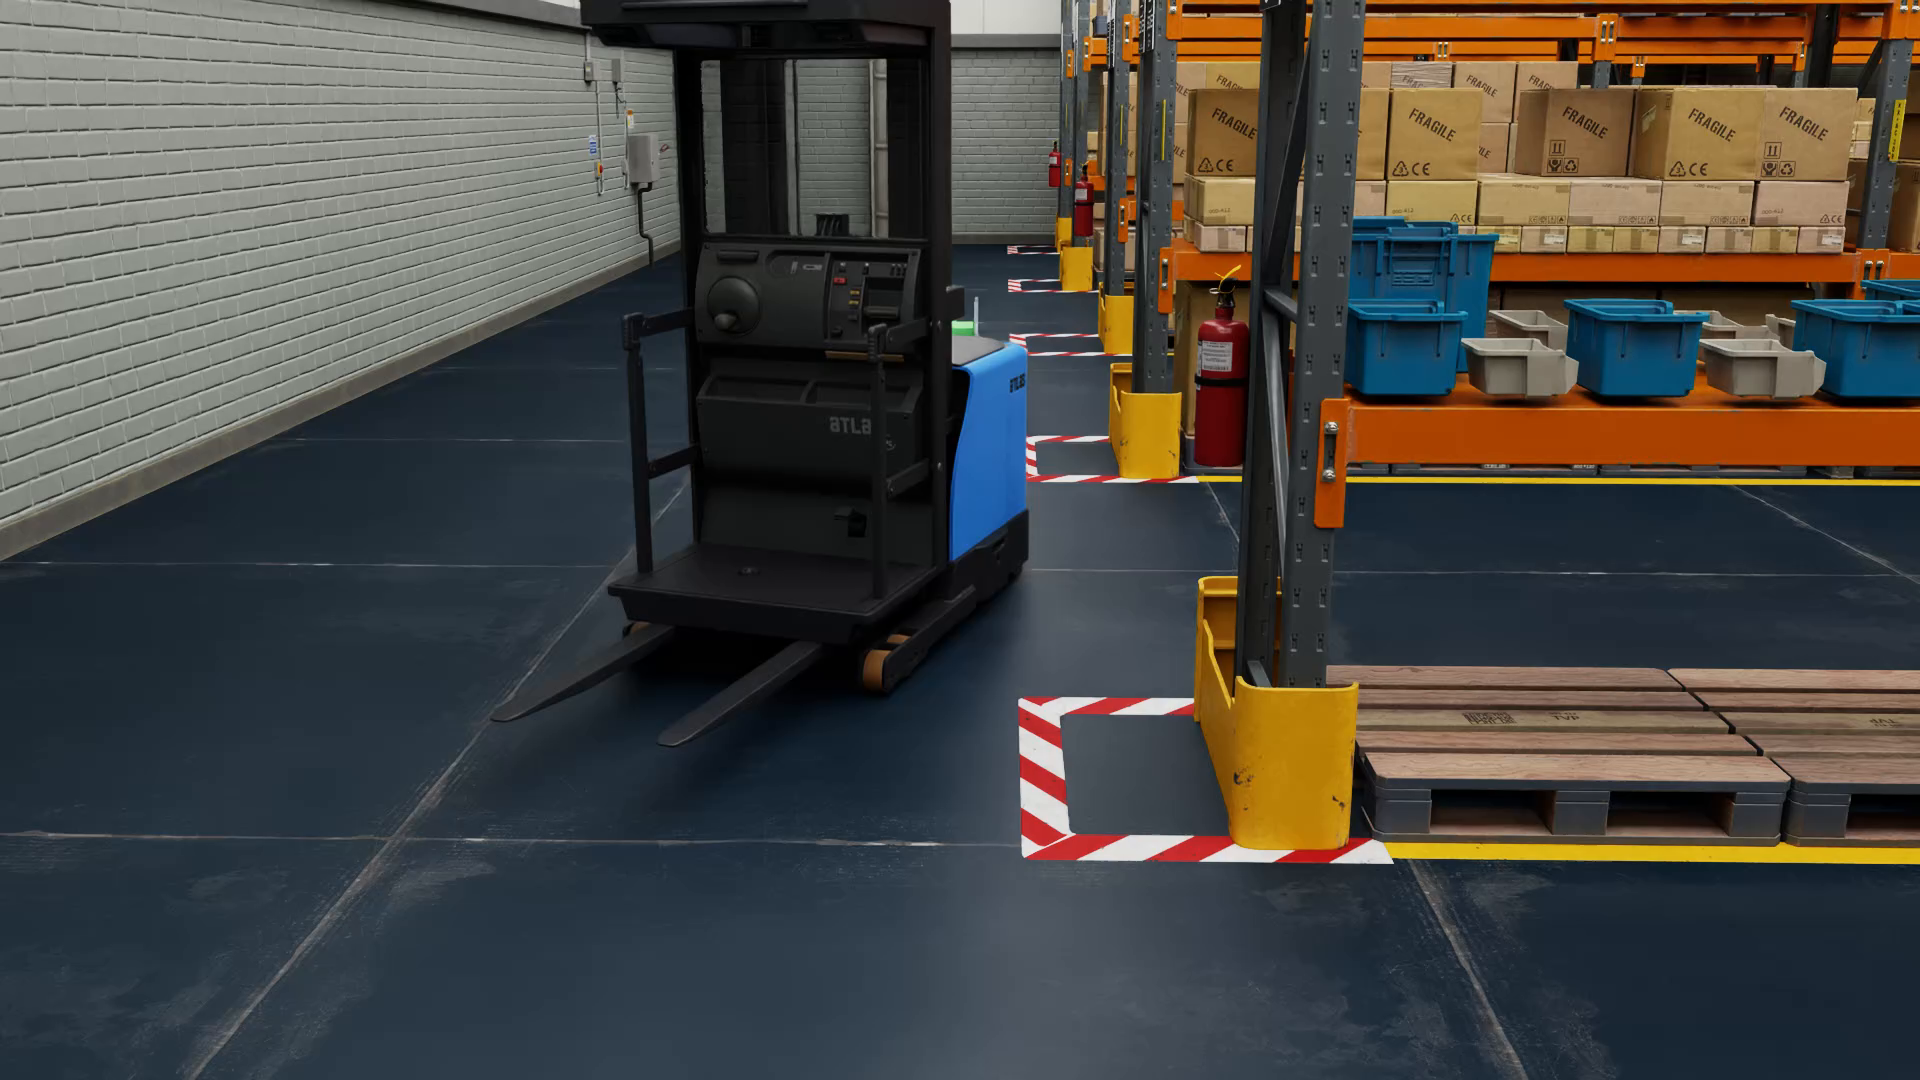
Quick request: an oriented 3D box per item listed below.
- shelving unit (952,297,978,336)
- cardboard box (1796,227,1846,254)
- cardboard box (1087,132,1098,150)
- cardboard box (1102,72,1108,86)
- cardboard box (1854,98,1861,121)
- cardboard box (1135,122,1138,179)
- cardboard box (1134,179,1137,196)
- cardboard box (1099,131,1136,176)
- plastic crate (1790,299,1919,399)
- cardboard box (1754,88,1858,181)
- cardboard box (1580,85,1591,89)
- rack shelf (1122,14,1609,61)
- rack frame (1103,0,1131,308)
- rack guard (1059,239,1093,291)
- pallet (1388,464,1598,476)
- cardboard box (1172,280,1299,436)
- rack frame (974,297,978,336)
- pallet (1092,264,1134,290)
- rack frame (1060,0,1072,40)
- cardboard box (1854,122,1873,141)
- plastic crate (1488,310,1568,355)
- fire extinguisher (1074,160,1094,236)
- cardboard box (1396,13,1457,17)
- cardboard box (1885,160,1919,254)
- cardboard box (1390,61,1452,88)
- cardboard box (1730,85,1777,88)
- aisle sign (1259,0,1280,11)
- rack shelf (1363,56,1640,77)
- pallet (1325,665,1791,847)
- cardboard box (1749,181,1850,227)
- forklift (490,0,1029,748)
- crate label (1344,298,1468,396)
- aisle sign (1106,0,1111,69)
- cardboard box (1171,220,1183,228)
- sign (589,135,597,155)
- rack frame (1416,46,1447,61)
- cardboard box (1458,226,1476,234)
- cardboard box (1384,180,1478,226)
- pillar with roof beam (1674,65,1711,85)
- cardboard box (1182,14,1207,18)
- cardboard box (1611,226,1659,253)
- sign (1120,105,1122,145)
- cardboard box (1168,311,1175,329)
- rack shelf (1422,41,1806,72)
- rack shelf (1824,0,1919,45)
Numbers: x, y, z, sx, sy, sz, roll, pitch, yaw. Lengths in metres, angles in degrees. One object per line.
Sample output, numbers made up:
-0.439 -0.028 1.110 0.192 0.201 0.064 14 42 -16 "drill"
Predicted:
-0.165 -0.581 8.191 0.503 1.200 0.258 0 15 1 "shelving unit"
4.831 -1.725 9.491 0.250 0.149 0.380 0 15 2 "cardboard box"
1.969 -5.747 23.954 0.500 0.250 0.500 0 15 2 "cardboard box"
1.747 -5.254 18.947 0.250 0.149 0.380 1 15 3 "cardboard box"
9.840 -4.763 18.910 0.500 0.500 0.500 0 15 0 "cardboard box"
1.829 -3.473 14.846 0.500 0.500 0.500 1 15 3 "cardboard box"
1.707 -3.167 14.956 0.250 0.149 0.380 0 15 1 "cardboard box"
1.872 -4.454 19.144 0.500 0.500 0.500 0 15 1 "cardboard box"
2.574 -0.545 4.737 0.300 0.233 0.416 0 15 1 "plastic crate"
4.678 -2.297 9.407 0.500 0.500 0.500 1 15 3 "cardboard box"
6.841 -4.911 18.918 0.500 0.500 0.500 0 15 0 "cardboard box"
3.373 -4.308 14.319 4.000 0.370 1.077 0 15 1 "rack shelf"
1.374 -3.218 14.659 0.127 3.000 1.000 0 15 1 "rack frame"
1.375 -3.273 19.766 0.348 0.500 1.175 0 15 1 "rack guard"
3.164 -0.612 10.246 1.213 0.211 1.003 0 15 1 "pallet"
1.788 -1.146 10.146 0.875 0.875 0.875 0 15 1 "cardboard box"
0.078 -0.580 8.185 0.015 1.200 0.240 0 15 1 "rack frame"
2.200 -3.148 19.858 1.213 0.211 1.003 0 15 1 "pallet"
1.522 -8.648 23.479 0.127 3.000 1.000 0 15 1 "rack frame"
7.577 -3.431 13.967 0.250 0.149 0.380 1 15 4 "cardboard box"
1.839 -0.634 5.261 0.243 0.136 0.396 0 15 1 "plastic crate"
1.134 -3.120 15.169 0.183 0.674 0.296 0 15 1 "fire extinguisher"
3.868 -4.514 13.983 0.500 0.250 0.500 0 15 1 "cardboard box"
5.598 -1.910 9.503 0.500 0.500 0.500 0 15 2 "cardboard box"
3.867 -3.811 14.166 0.500 0.500 0.500 1 15 3 "cardboard box"
8.873 -4.898 18.868 0.500 0.500 0.500 0 15 0 "cardboard box"
0.955 -2.023 5.033 0.004 0.787 0.394 0 15 1 "aisle sign"
7.520 -6.811 23.805 4.000 0.370 1.077 0 15 1 "rack shelf"
1.843 0.672 5.378 1.213 0.211 1.003 0 15 1 "pallet"
4.697 -1.935 9.507 0.500 0.250 0.500 0 15 0 "cardboard box"
-0.667 -0.964 6.249 1.130 2.935 3.031 5 16 19 "forklift"
1.258 -0.554 4.769 0.303 0.233 0.416 0 15 1 "crate label"
1.308 -4.552 14.619 0.004 0.787 0.394 0 15 1 "aisle sign"
2.985 -4.698 24.344 0.500 0.500 0.700 1 15 4 "cardboard box"
-4.301 -4.631 19.483 0.001 0.218 0.327 0 15 1 "sign"
5.398 -4.455 19.347 0.127 3.000 1.000 0 15 1 "rack frame"
2.778 -1.739 9.542 0.250 0.149 0.380 0 15 1 "cardboard box"
2.641 -1.948 9.553 0.500 0.250 0.500 0 15 0 "cardboard box"
10.736 -7.719 19.959 0.400 9.000 9.100 0 15 1 "pillar with roof beam"
1.816 -4.528 14.037 0.500 0.250 0.500 1 15 3 "cardboard box"
3.803 -1.732 9.516 0.250 0.149 0.380 1 15 2 "cardboard box"
1.360 -3.499 14.024 0.005 0.325 0.100 0 15 1 "sign"
1.889 -1.958 14.647 0.250 0.149 0.380 1 15 3 "cardboard box"
7.397 -5.545 19.007 4.000 0.370 1.077 0 15 1 "rack shelf"
7.144 -3.018 9.428 4.000 0.370 1.077 0 15 1 "rack shelf"
